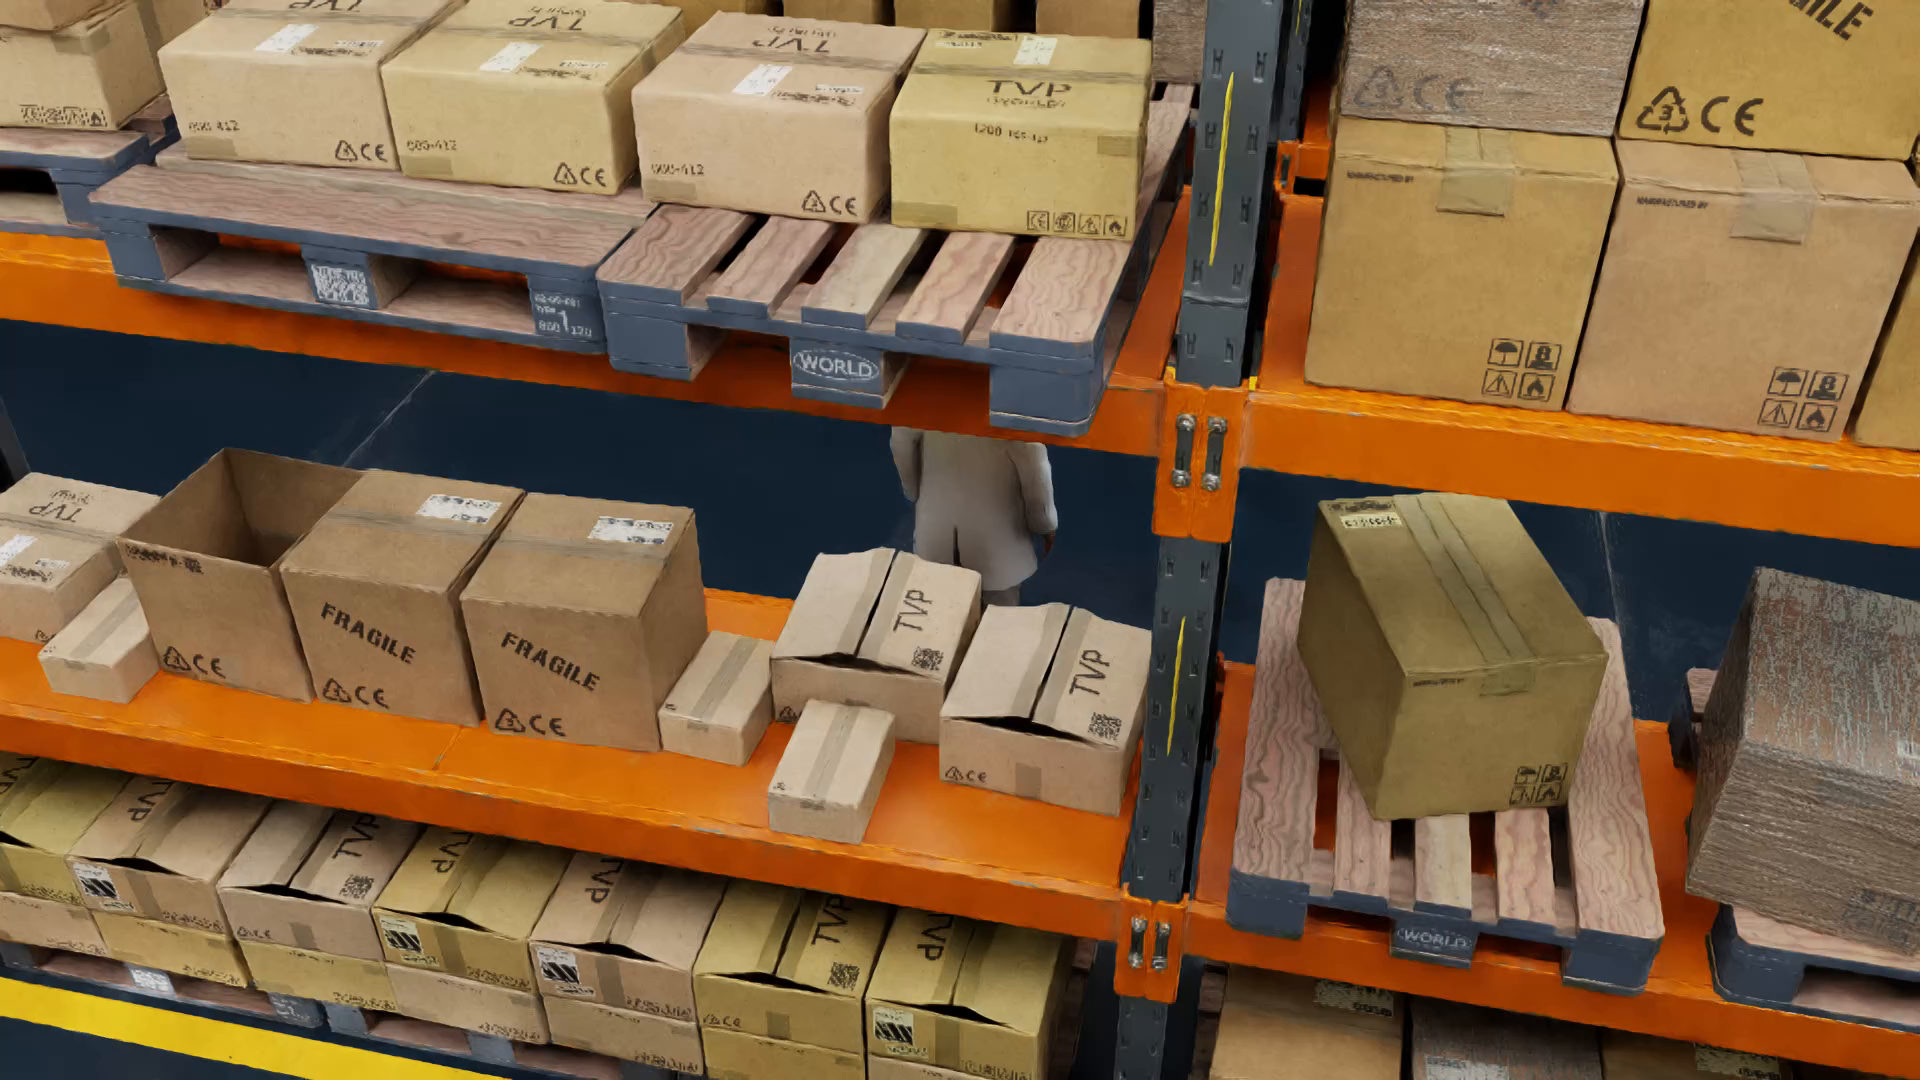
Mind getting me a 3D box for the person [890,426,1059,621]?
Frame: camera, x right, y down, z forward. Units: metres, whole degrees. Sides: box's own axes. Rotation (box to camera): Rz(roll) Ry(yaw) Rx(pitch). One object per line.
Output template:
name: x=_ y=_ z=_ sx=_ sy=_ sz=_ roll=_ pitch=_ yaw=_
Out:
person: x=0.077 y=-0.094 z=6.281 sx=0.634 sy=1.830 sz=0.430 roll=14 pitch=39 yaw=19
